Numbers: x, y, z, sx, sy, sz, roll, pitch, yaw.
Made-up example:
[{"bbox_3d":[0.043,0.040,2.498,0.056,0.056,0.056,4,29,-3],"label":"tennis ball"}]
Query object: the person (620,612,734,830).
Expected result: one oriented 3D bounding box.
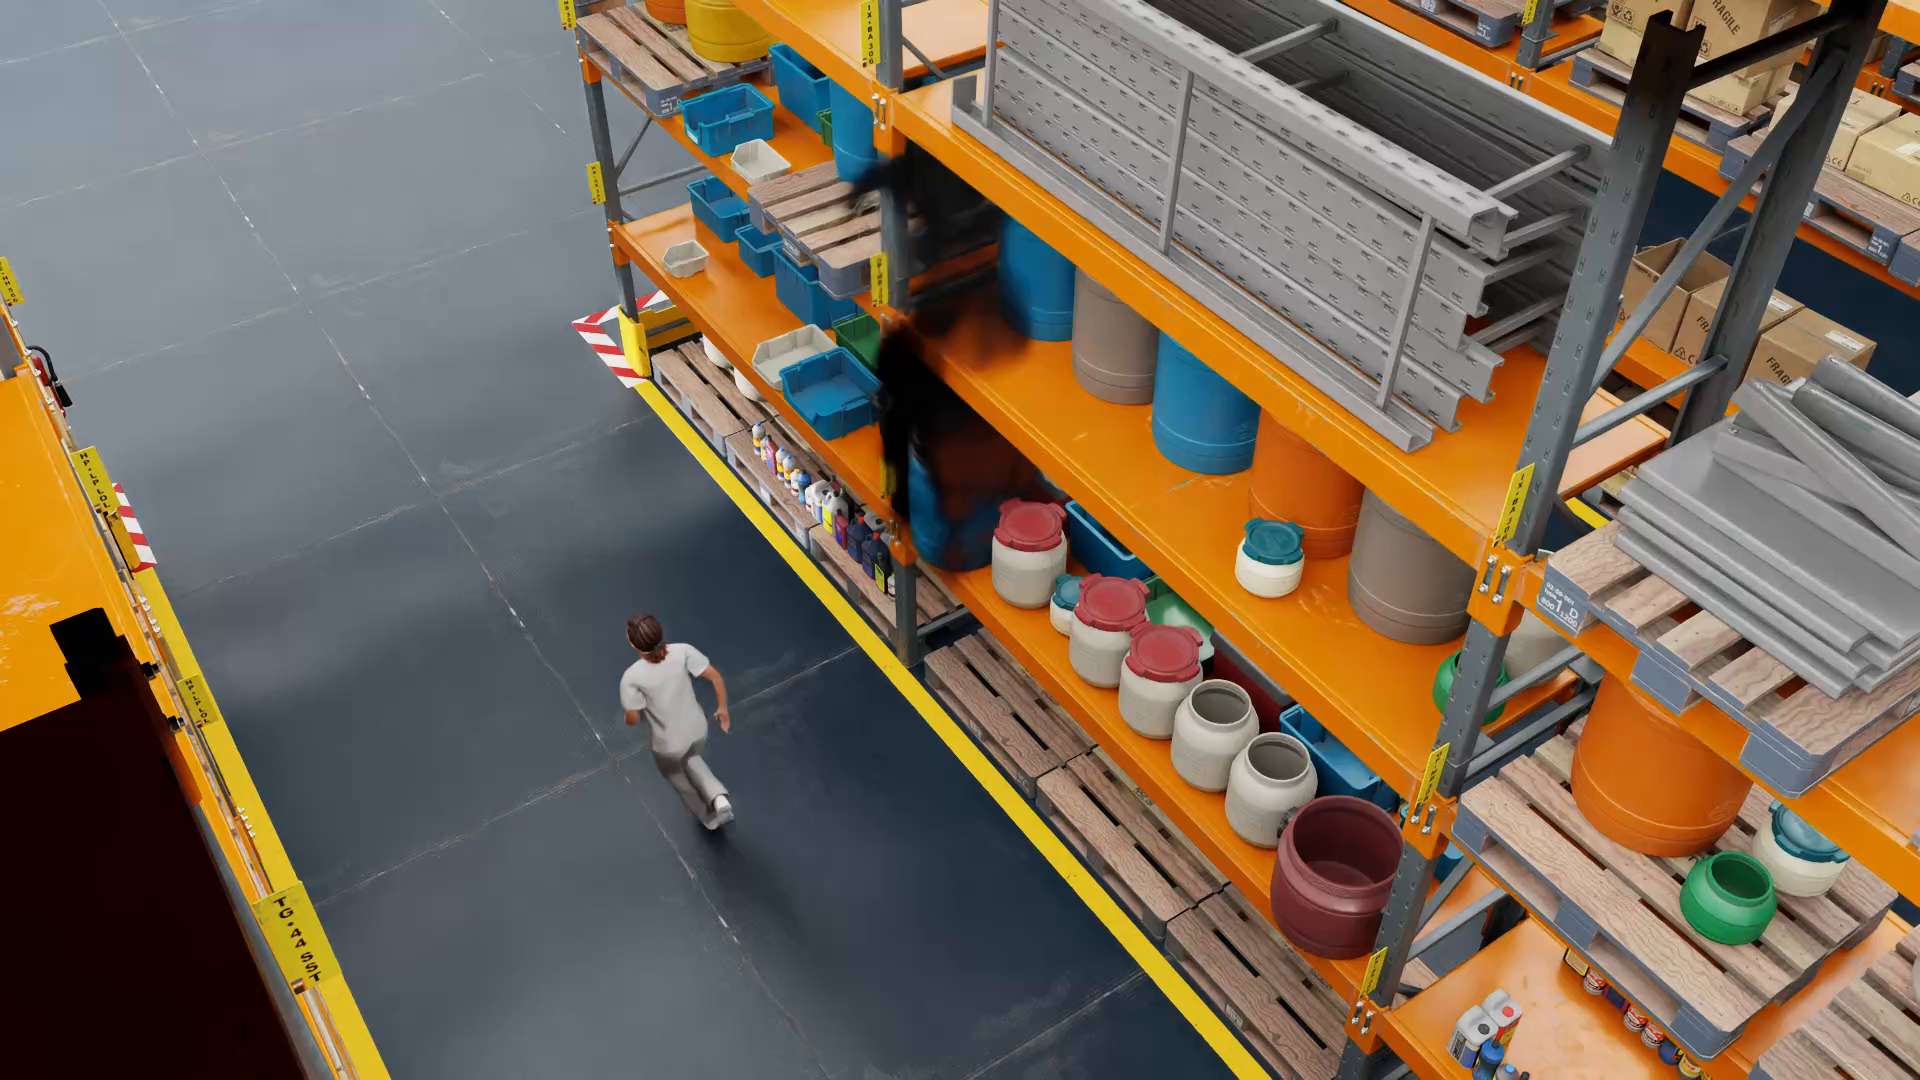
[{"bbox_3d":[-1.579,1.105,9.412,0.704,1.600,0.554,33,52,31],"label":"person"}]
